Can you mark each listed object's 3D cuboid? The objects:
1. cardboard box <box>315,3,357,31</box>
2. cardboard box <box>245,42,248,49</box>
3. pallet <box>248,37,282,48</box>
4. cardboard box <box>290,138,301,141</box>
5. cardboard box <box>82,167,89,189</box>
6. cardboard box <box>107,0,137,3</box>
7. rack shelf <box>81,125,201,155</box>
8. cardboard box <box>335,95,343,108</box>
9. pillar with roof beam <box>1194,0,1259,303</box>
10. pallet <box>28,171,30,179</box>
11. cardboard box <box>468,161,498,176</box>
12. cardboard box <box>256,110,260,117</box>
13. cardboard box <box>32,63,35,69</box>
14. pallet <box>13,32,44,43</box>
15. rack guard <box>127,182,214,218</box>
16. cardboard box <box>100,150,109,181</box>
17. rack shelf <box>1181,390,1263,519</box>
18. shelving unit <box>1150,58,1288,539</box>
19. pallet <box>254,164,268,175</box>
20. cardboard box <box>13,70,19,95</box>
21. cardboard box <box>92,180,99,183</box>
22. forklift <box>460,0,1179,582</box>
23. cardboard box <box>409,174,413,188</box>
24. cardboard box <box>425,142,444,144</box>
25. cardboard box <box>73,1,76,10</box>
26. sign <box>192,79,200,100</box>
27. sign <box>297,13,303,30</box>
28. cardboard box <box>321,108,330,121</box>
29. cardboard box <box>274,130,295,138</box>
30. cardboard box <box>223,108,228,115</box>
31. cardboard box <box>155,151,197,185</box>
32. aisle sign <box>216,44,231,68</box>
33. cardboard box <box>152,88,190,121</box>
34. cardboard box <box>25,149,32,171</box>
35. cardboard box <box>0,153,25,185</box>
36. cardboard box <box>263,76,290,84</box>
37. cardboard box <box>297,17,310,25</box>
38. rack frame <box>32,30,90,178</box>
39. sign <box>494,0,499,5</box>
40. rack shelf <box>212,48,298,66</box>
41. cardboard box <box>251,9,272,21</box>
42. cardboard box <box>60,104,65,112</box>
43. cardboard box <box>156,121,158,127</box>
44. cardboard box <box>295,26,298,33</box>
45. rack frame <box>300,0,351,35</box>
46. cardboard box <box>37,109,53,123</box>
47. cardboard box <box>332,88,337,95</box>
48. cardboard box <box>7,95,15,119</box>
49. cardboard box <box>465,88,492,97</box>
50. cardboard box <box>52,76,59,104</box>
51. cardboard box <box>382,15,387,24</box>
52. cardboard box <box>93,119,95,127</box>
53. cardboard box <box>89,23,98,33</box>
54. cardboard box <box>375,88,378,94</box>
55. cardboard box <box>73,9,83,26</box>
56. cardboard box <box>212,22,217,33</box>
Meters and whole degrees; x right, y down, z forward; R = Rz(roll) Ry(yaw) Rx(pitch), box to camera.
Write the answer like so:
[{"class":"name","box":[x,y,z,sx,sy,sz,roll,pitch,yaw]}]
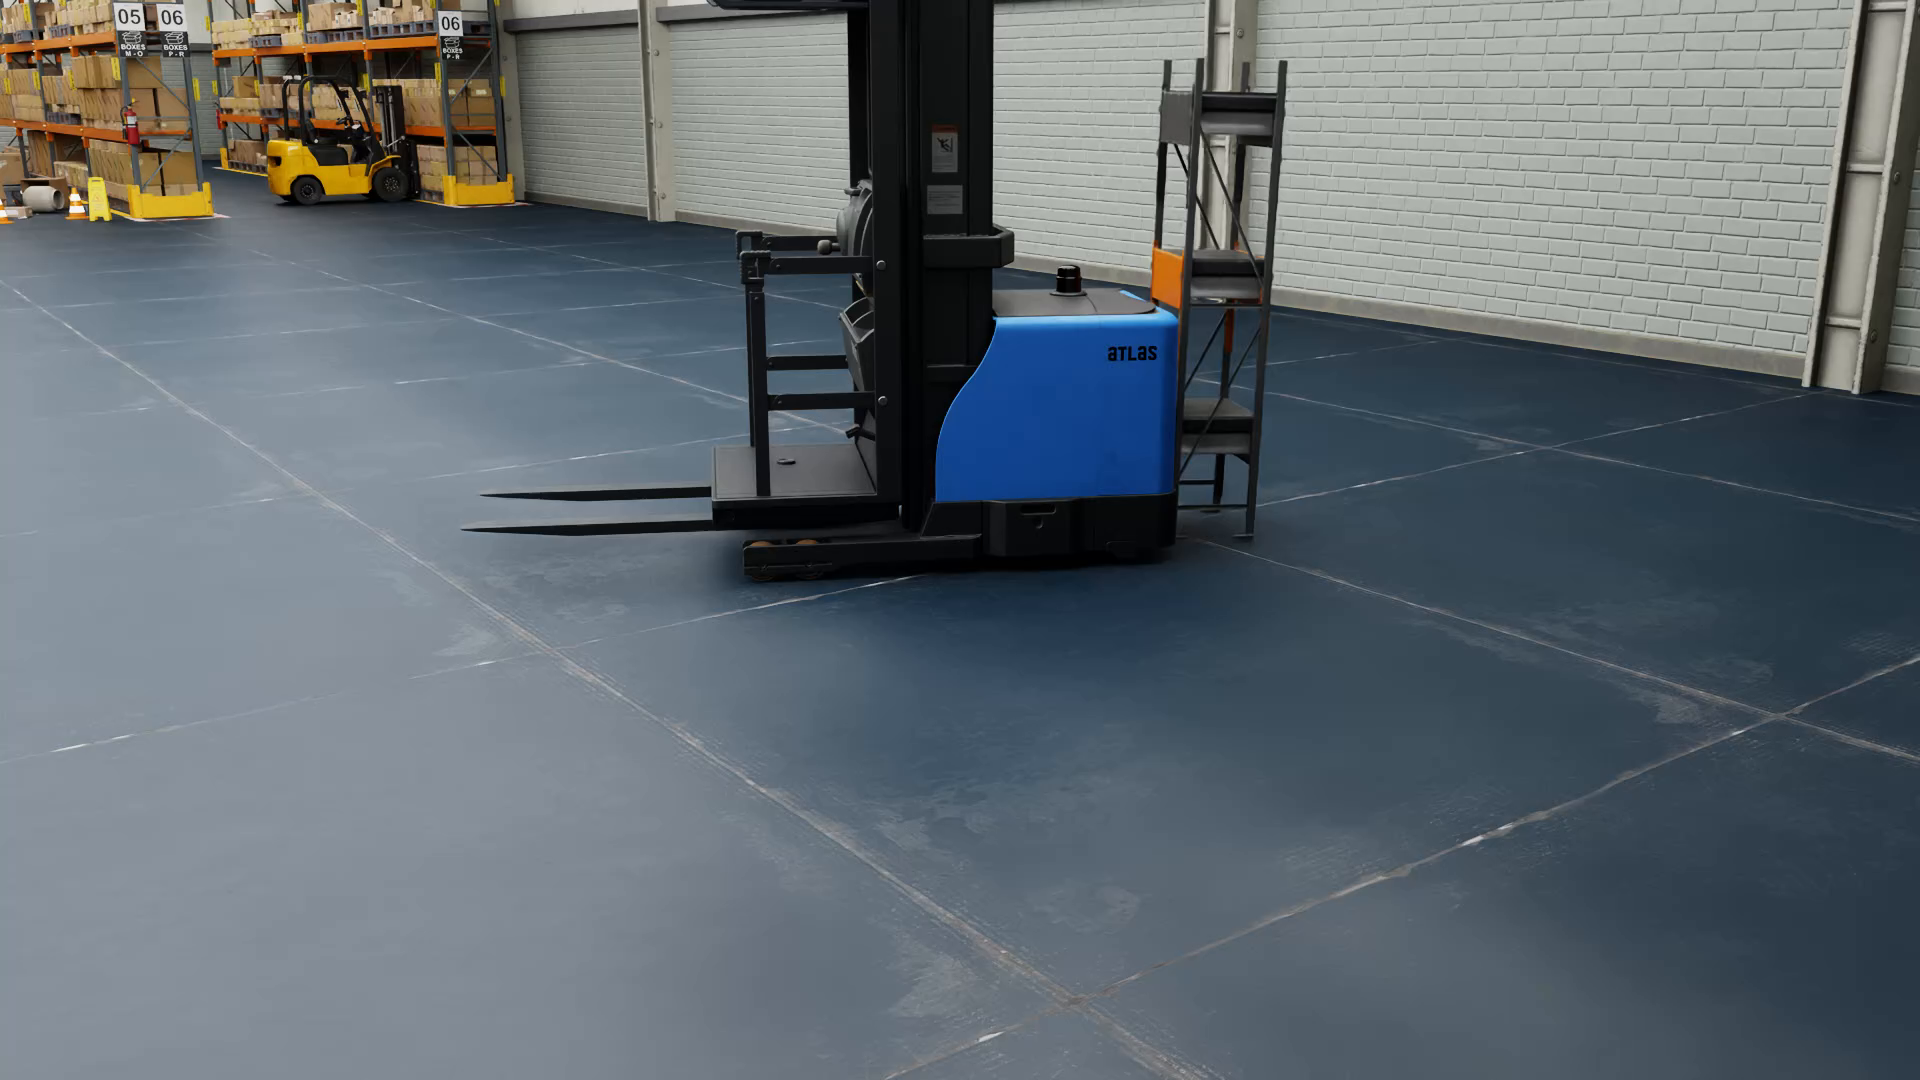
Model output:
[{"class":"cardboard box","box":[-12.492,-10.496,33.385,0.700,0.500,0.500,-11,19,-36]},{"class":"cardboard box","box":[-16.193,-11.357,38.182,0.380,0.149,0.250,-10,18,-33]},{"class":"pallet","box":[-15.124,-11.095,37.105,1.213,0.211,1.003,-11,19,-35]},{"class":"cardboard box","box":[-14.636,-8.812,36.799,0.380,0.149,0.250,-10,18,-33]},{"class":"cardboard box","box":[-15.070,-6.456,29.664,0.950,0.372,0.625,-11,19,-34]},{"class":"cardboard box","box":[-12.845,-8.292,25.473,0.380,0.149,0.250,-11,19,-34]},{"class":"rack shelf","box":[-13.584,-6.635,27.500,1.077,0.370,4.000,-11,19,-35]},{"class":"cardboard box","box":[-12.128,-8.744,33.178,0.500,0.250,0.500,-11,19,-34]},{"class":"pillar with roof beam","box":[-0.974,-5.997,12.440,9.100,9.000,0.400,-11,19,-35]},{"class":"pallet","box":[-19.847,-7.947,36.212,1.003,0.211,1.213,-11,19,-35]},{"class":"cardboard box","box":[-8.503,-6.576,29.388,0.500,0.250,0.500,-10,18,-34]},{"class":"cardboard box","box":[-16.013,-9.849,38.354,0.380,0.149,0.250,-10,18,-33]},{"class":"cardboard box","box":[-19.603,-10.121,35.560,0.380,0.149,0.250,-11,19,-34]},{"class":"pallet","box":[-18.193,-9.987,33.058,1.003,0.211,1.213,-10,18,-32]},{"class":"rack guard","box":[-12.452,-5.366,26.233,1.175,0.500,0.348,-11,19,-35]},{"class":"cardboard box","box":[-14.003,-6.256,27.744,0.500,0.500,0.500,-10,18,-32]},{"class":"rack shelf","box":[1.111,-0.396,7.728,0.431,0.518,0.480,-1,15,-9]},{"class":"shelving unit","box":[1.128,-1.085,7.542,0.431,2.100,0.503,-1,15,-9]},{"class":"pallet","box":[-15.854,-8.690,38.929,1.003,0.211,1.213,-11,19,-35]},{"class":"cardboard box","box":[-19.116,-9.405,34.174,0.500,0.500,0.500,-11,19,-35]},{"class":"cardboard box","box":[-14.631,-6.118,28.659,0.500,0.250,0.500,-12,19,-37]},{"class":"forklift","box":[-0.624,-1.389,7.100,3.031,2.935,1.130,-2,15,-8]},{"class":"cardboard box","box":[-9.822,-6.577,30.338,0.500,0.250,0.500,-10,18,-33]},{"class":"cardboard box","box":[-9.704,-7.248,30.895,0.500,0.250,0.500,-11,19,-34]},{"class":"cardboard box","box":[-14.514,-8.893,27.669,0.380,0.149,0.250,-12,19,-36]},{"class":"sign","box":[-11.969,-7.057,26.038,0.100,0.325,0.005,-11,19,-35]},{"class":"sign","box":[-13.539,-10.647,34.133,0.100,0.325,0.005,-11,19,-35]},{"class":"cardboard box","box":[-12.744,-8.721,34.043,0.500,0.250,0.500,-11,19,-36]},{"class":"cardboard box","box":[-15.263,-9.176,37.568,0.380,0.149,0.250,-12,19,-37]},{"class":"cardboard box","box":[-17.831,-10.509,40.766,0.380,0.149,0.250,-11,19,-35]},{"class":"cardboard box","box":[-12.673,-6.013,26.857,0.500,0.500,0.500,-12,19,-36]},{"class":"aisle sign","box":[-18.080,-11.966,40.689,0.394,0.787,0.004,-11,19,-35]},{"class":"cardboard box","box":[-12.462,-6.891,26.319,0.500,0.500,0.500,-11,19,-35]},{"class":"cardboard box","box":[-19.746,-8.235,36.040,0.875,0.438,0.875,-11,19,-35]},{"class":"cardboard box","box":[-16.182,-6.286,28.162,0.500,0.500,0.500,-11,19,-35]},{"class":"cardboard box","box":[-16.111,-10.681,39.219,0.500,0.500,0.500,-11,19,-36]},{"class":"cardboard box","box":[-13.540,-10.772,34.536,0.380,0.149,0.250,-10,18,-33]},{"class":"rack frame","box":[-17.112,-8.263,32.086,1.000,3.000,0.127,-11,19,-35]},{"class":"sign","box":[-7.942,-9.318,28.450,0.100,0.325,0.005,-11,19,-35]},{"class":"rack shelf","box":[-16.627,-11.416,39.284,1.077,0.370,4.000,-11,19,-35]},{"class":"cardboard box","box":[-15.556,-11.690,37.066,0.396,0.266,0.258,-11,19,-35]},{"class":"cardboard box","box":[-16.458,-8.014,30.855,0.380,0.149,0.250,-10,18,-31]},{"class":"cardboard box","box":[-12.600,-6.590,26.449,0.380,0.149,0.250,-11,19,-34]},{"class":"cardboard box","box":[-13.772,-10.758,35.048,0.380,0.149,0.250,-10,18,-33]},{"class":"rack frame","box":[-13.099,-11.928,34.112,1.000,3.000,0.127,-11,19,-35]},{"class":"cardboard box","box":[-17.619,-8.259,32.353,0.500,0.250,0.500,-12,19,-36]},{"class":"cardboard box","box":[-12.382,-9.008,33.388,0.380,0.149,0.250,-10,18,-33]},{"class":"cardboard box","box":[-19.943,-9.225,35.410,0.500,0.500,0.500,-11,19,-34]},{"class":"cardboard box","box":[-8.385,-7.800,28.975,0.380,0.149,0.250,-11,19,-36]},{"class":"cardboard box","box":[-16.404,-8.303,30.682,0.500,0.500,0.500,-10,18,-34]},{"class":"cardboard box","box":[-10.277,-9.450,30.229,0.380,0.149,0.250,-10,18,-33]},{"class":"cardboard box","box":[-14.463,-7.073,28.213,0.380,0.149,0.250,-11,19,-35]},{"class":"cardboard box","box":[-13.783,-8.235,26.774,0.380,0.149,0.250,-11,19,-35]},{"class":"cardboard box","box":[-10.772,-8.433,31.286,0.380,0.149,0.250,-11,19,-35]},{"class":"cardboard box","box":[-14.412,-8.682,27.654,0.500,0.250,0.500,-11,19,-35]},{"class":"cardboard box","box":[-17.745,-12.368,40.175,0.500,0.250,0.500,-11,19,-35]}]
